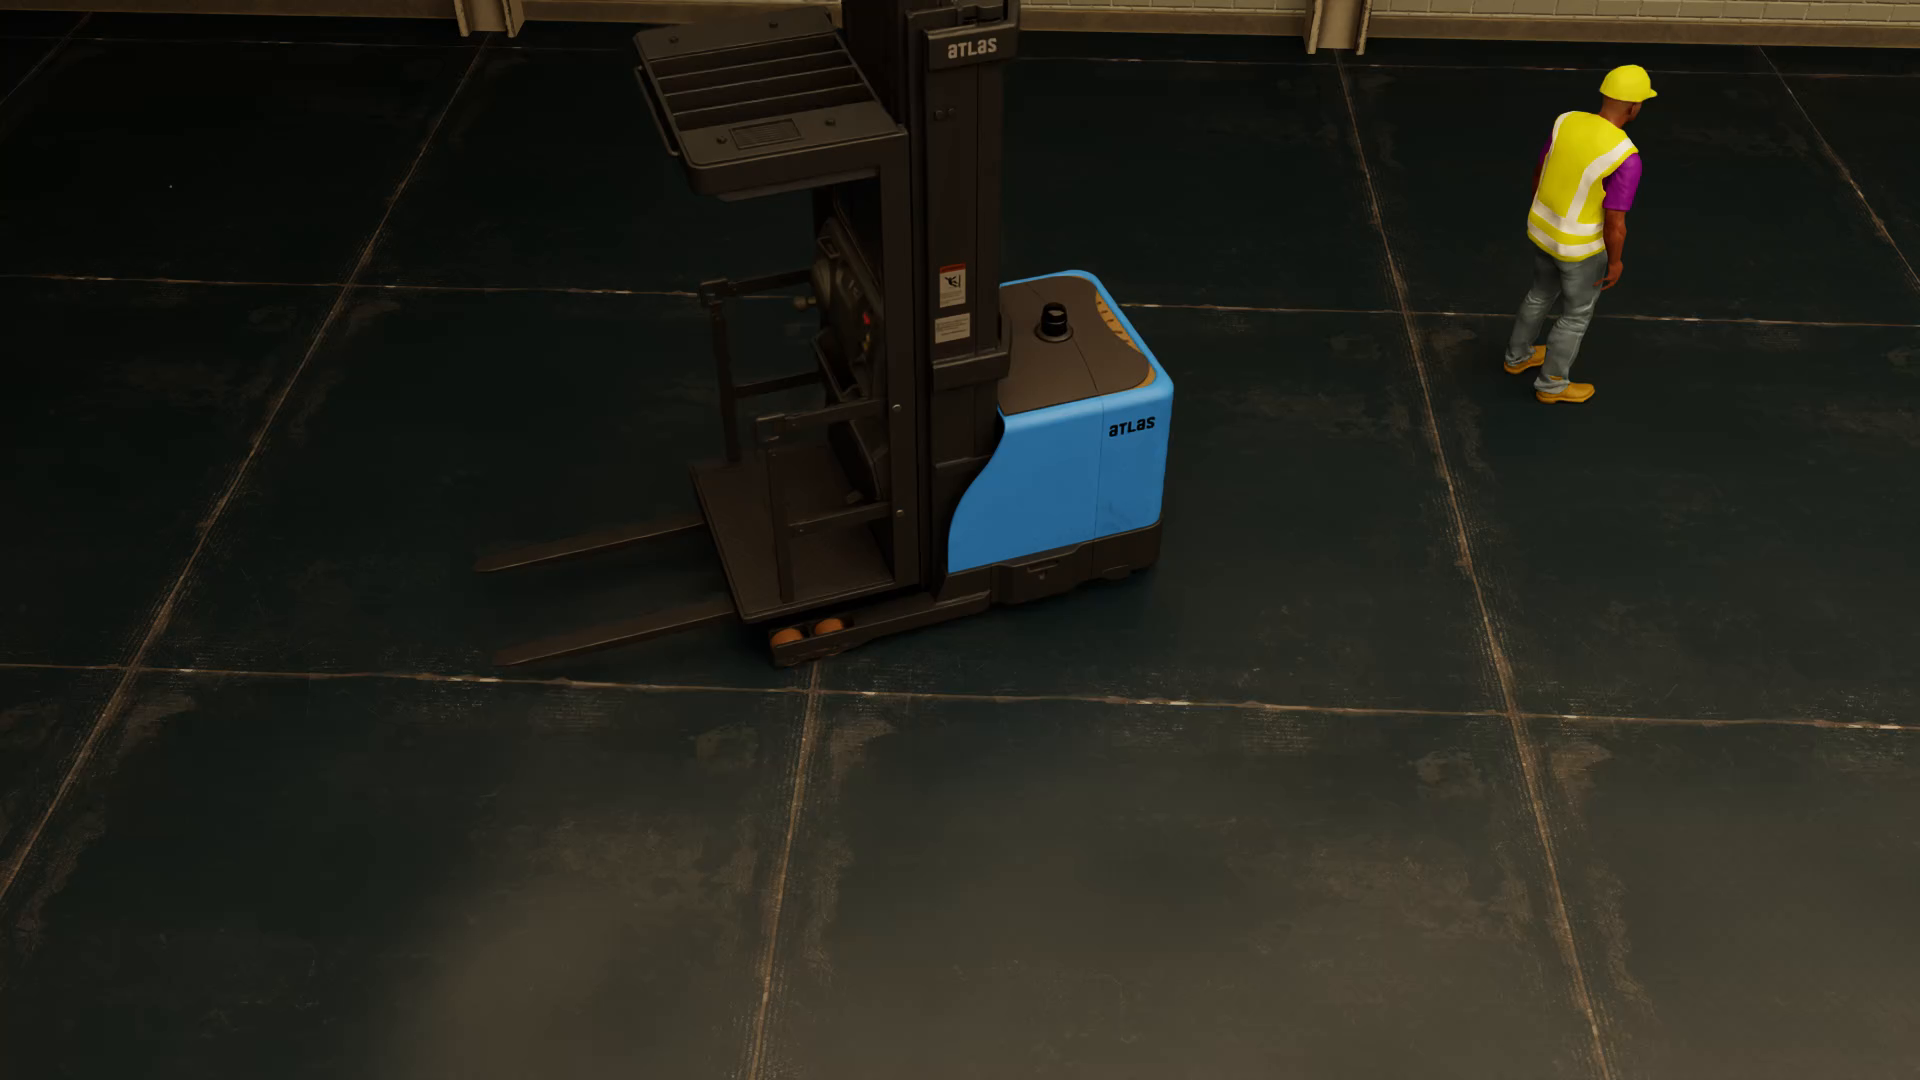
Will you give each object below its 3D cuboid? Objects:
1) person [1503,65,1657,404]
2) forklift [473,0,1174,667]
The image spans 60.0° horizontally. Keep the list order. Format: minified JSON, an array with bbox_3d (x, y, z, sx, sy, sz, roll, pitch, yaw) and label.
[{"bbox_3d":[3.071,-1.517,8.276,0.463,1.759,0.626,-16,45,-17],"label":"person"},{"bbox_3d":[-0.646,-0.932,6.764,3.031,2.935,1.130,-13,44,-14],"label":"forklift"}]
